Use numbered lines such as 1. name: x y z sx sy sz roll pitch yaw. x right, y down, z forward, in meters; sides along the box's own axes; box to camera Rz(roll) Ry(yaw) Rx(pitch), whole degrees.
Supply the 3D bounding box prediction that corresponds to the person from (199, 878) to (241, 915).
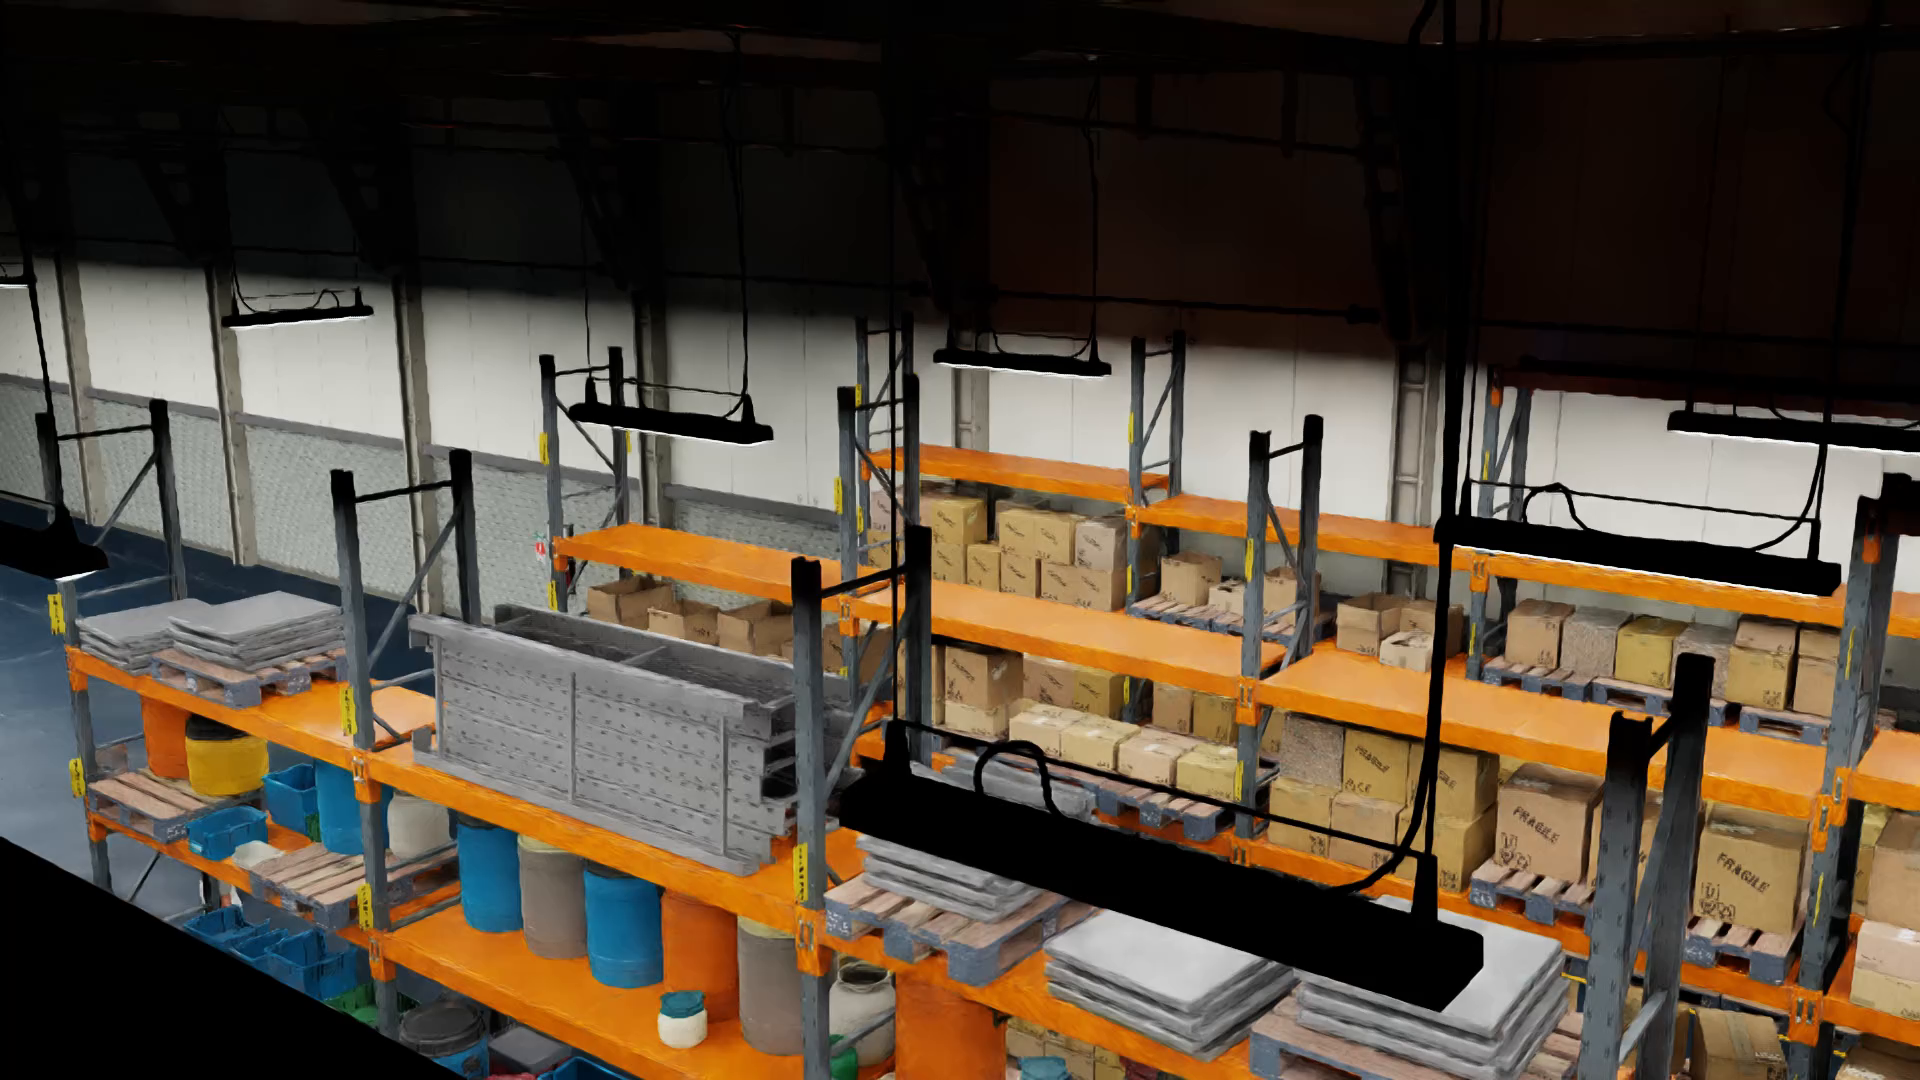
1. person: -6.980 3.572 15.950 0.494 1.785 0.714 -2 13 -8
